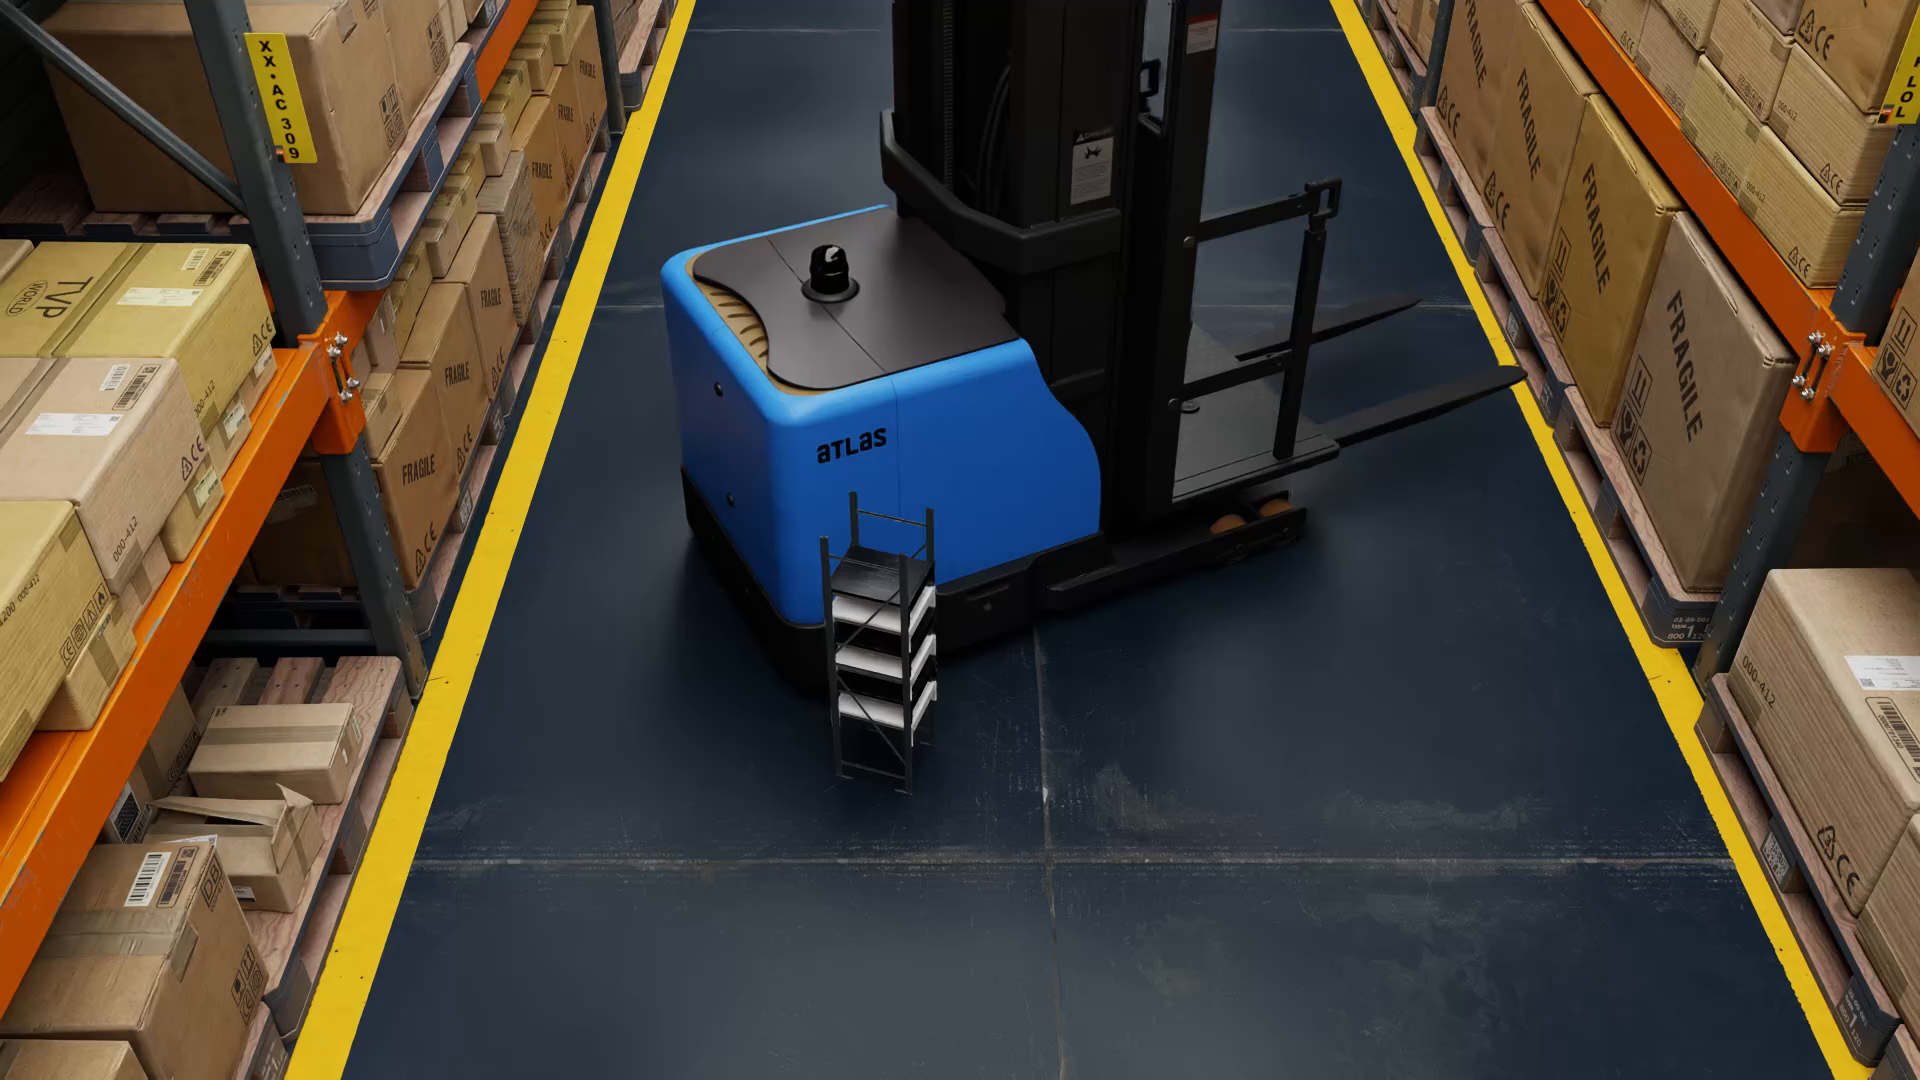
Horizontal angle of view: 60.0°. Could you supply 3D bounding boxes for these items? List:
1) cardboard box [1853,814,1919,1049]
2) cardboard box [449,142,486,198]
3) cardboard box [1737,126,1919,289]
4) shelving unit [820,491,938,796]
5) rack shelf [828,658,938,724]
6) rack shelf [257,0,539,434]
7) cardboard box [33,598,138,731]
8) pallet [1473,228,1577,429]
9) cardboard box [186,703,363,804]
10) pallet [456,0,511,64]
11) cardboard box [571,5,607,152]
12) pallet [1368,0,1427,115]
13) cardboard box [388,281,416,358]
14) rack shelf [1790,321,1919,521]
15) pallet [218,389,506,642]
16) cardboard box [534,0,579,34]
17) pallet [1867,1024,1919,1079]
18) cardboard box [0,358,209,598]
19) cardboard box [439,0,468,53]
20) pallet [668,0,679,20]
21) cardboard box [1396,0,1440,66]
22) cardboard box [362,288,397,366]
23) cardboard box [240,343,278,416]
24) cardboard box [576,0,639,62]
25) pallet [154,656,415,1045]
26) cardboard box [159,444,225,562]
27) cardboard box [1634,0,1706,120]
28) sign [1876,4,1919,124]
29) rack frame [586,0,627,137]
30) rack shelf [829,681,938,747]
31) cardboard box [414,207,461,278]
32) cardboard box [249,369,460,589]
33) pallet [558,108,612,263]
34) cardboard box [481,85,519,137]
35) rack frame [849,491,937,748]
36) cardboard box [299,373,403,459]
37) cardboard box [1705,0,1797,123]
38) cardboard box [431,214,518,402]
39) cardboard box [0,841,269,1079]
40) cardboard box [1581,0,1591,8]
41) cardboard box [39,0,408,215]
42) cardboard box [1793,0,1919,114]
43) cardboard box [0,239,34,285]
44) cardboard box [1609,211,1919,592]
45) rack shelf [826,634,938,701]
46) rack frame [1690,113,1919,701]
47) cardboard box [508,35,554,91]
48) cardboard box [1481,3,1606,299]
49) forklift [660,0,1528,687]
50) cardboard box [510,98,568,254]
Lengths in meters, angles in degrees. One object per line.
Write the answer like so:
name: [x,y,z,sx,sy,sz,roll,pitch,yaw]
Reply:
cardboard box: [2.692,1.073,3.725,0.875,0.438,0.875,-1,39,-1]
cardboard box: [-1.995,-1.361,6.194,0.380,0.149,0.250,0,39,0]
cardboard box: [2.544,-0.937,4.640,0.500,0.250,0.500,-1,39,-1]
shelving unit: [-0.217,0.304,4.651,0.258,0.900,0.210,12,40,15]
rack shelf: [-0.217,0.401,4.728,0.258,0.077,0.200,12,40,15]
rack shelf: [-2.169,-1.679,6.022,1.077,0.370,4.000,0,39,0]
cardboard box: [-1.866,0.237,3.256,0.380,0.149,0.250,-1,39,-1]
pallet: [2.717,-0.874,6.672,1.003,0.211,1.213,0,39,0]
cardboard box: [-1.872,0.588,4.562,0.380,0.149,0.250,-1,39,-1]
pallet: [-2.164,-1.920,5.900,1.003,0.211,1.213,0,39,0]
cardboard box: [-1.956,-2.135,7.678,0.500,0.500,0.500,1,39,1]
pallet: [2.793,-2.617,8.847,1.003,0.211,1.213,0,39,0]
cardboard box: [-1.990,-0.709,5.380,0.380,0.149,0.250,-2,39,-2]
rack shelf: [2.799,0.816,2.908,1.077,0.370,4.000,0,39,0]
pallet: [-2.205,-0.130,5.743,1.003,0.211,1.213,0,39,0]
cardboard box: [-1.917,-2.344,7.420,0.380,0.149,0.250,-2,39,-2]
pallet: [2.724,1.613,3.568,1.003,0.211,1.213,0,39,0]
cardboard box: [-1.907,-0.135,3.402,0.500,0.250,0.500,0,39,0]
cardboard box: [-1.784,-1.690,5.232,0.396,0.266,0.258,2,39,2]
pallet: [-2.132,-3.398,9.822,1.003,0.211,1.213,0,39,0]
cardboard box: [2.802,-2.708,8.496,0.950,0.372,0.625,-2,39,-3]
cardboard box: [-1.949,-0.654,5.074,0.380,0.149,0.250,-2,39,-2]
cardboard box: [-1.914,-0.412,4.066,0.380,0.149,0.250,0,39,1]
cardboard box: [-2.158,-2.838,8.456,0.875,0.625,0.625,1,39,1]
pallet: [-2.167,0.808,4.573,1.003,0.211,1.213,0,39,0]
cardboard box: [-1.867,-0.087,3.660,0.380,0.149,0.250,1,39,1]
cardboard box: [2.563,-1.571,5.432,0.500,0.250,0.500,-1,39,-1]
sign: [2.254,-1.130,3.898,0.100,0.325,0.005,0,39,0]
rack frame: [-2.171,-3.211,7.358,1.000,3.000,0.127,0,39,0]
rack shelf: [-0.217,0.471,4.784,0.258,0.077,0.200,12,40,15]
cardboard box: [-1.967,-1.037,5.789,0.380,0.149,0.250,0,39,0]
cardboard box: [-1.942,-0.200,5.264,0.500,0.500,0.500,2,39,2]
pallet: [-2.208,-1.656,7.647,1.003,0.211,1.213,0,39,0]
cardboard box: [-1.974,-1.687,6.601,0.380,0.149,0.250,-1,39,-1]
rack frame: [-0.184,0.244,4.726,0.240,0.900,0.006,12,40,15]
cardboard box: [-1.901,-0.375,4.964,0.380,0.149,0.250,2,39,2]
cardboard box: [2.545,-1.440,4.868,0.500,0.250,0.500,1,39,1]
cardboard box: [-1.949,-0.845,6.069,0.500,0.500,0.500,-1,39,-1]
cardboard box: [-2.031,1.037,3.720,0.700,0.500,0.500,-1,39,-2]
cardboard box: [2.554,-2.203,6.220,0.500,0.250,0.500,1,39,1]
cardboard box: [-1.943,-1.215,4.451,0.700,0.500,0.500,1,39,1]
cardboard box: [2.545,-1.424,4.248,0.500,0.500,0.500,1,39,1]
cardboard box: [-2.436,-0.457,3.803,0.500,0.250,0.500,0,39,-1]
cardboard box: [2.716,-0.438,5.261,0.875,0.875,0.875,1,39,1]
rack shelf: [-0.217,0.330,4.671,0.258,0.077,0.200,12,40,15]
rack frame: [2.797,-0.715,4.244,1.000,3.000,0.127,0,39,0]
cardboard box: [-1.930,-2.008,7.002,0.380,0.149,0.250,-1,39,-2]
cardboard box: [2.707,-1.562,6.663,0.875,0.875,0.875,0,39,1]
forklift: [0.610,-1.340,5.078,3.031,2.935,1.130,-18,42,-21]
cardboard box: [-1.962,-1.495,6.879,0.500,0.500,0.500,2,39,2]
